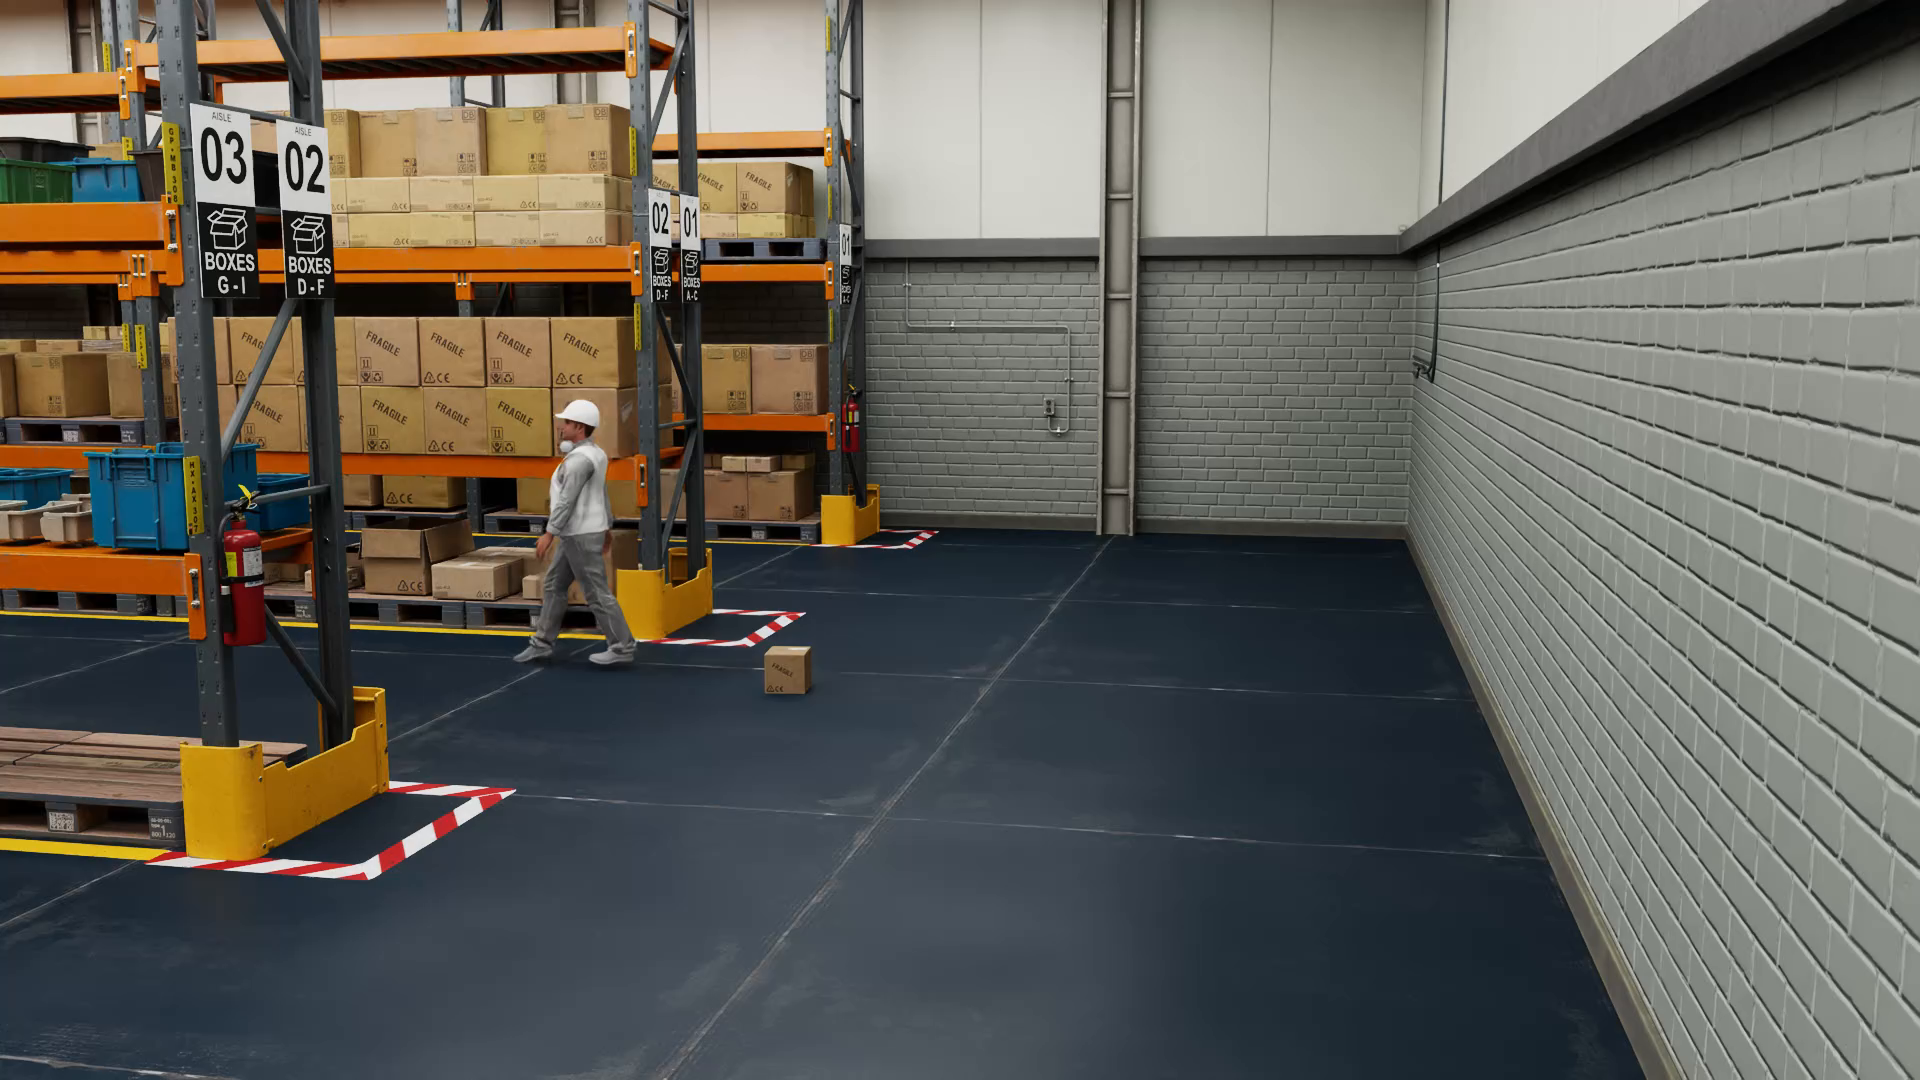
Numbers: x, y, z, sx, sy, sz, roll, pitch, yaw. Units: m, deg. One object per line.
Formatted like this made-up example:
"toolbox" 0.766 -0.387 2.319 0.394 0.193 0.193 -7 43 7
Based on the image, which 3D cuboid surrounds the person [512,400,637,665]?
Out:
"person" -2.570 -0.031 10.929 0.865 1.774 0.580 -1 8 -4
